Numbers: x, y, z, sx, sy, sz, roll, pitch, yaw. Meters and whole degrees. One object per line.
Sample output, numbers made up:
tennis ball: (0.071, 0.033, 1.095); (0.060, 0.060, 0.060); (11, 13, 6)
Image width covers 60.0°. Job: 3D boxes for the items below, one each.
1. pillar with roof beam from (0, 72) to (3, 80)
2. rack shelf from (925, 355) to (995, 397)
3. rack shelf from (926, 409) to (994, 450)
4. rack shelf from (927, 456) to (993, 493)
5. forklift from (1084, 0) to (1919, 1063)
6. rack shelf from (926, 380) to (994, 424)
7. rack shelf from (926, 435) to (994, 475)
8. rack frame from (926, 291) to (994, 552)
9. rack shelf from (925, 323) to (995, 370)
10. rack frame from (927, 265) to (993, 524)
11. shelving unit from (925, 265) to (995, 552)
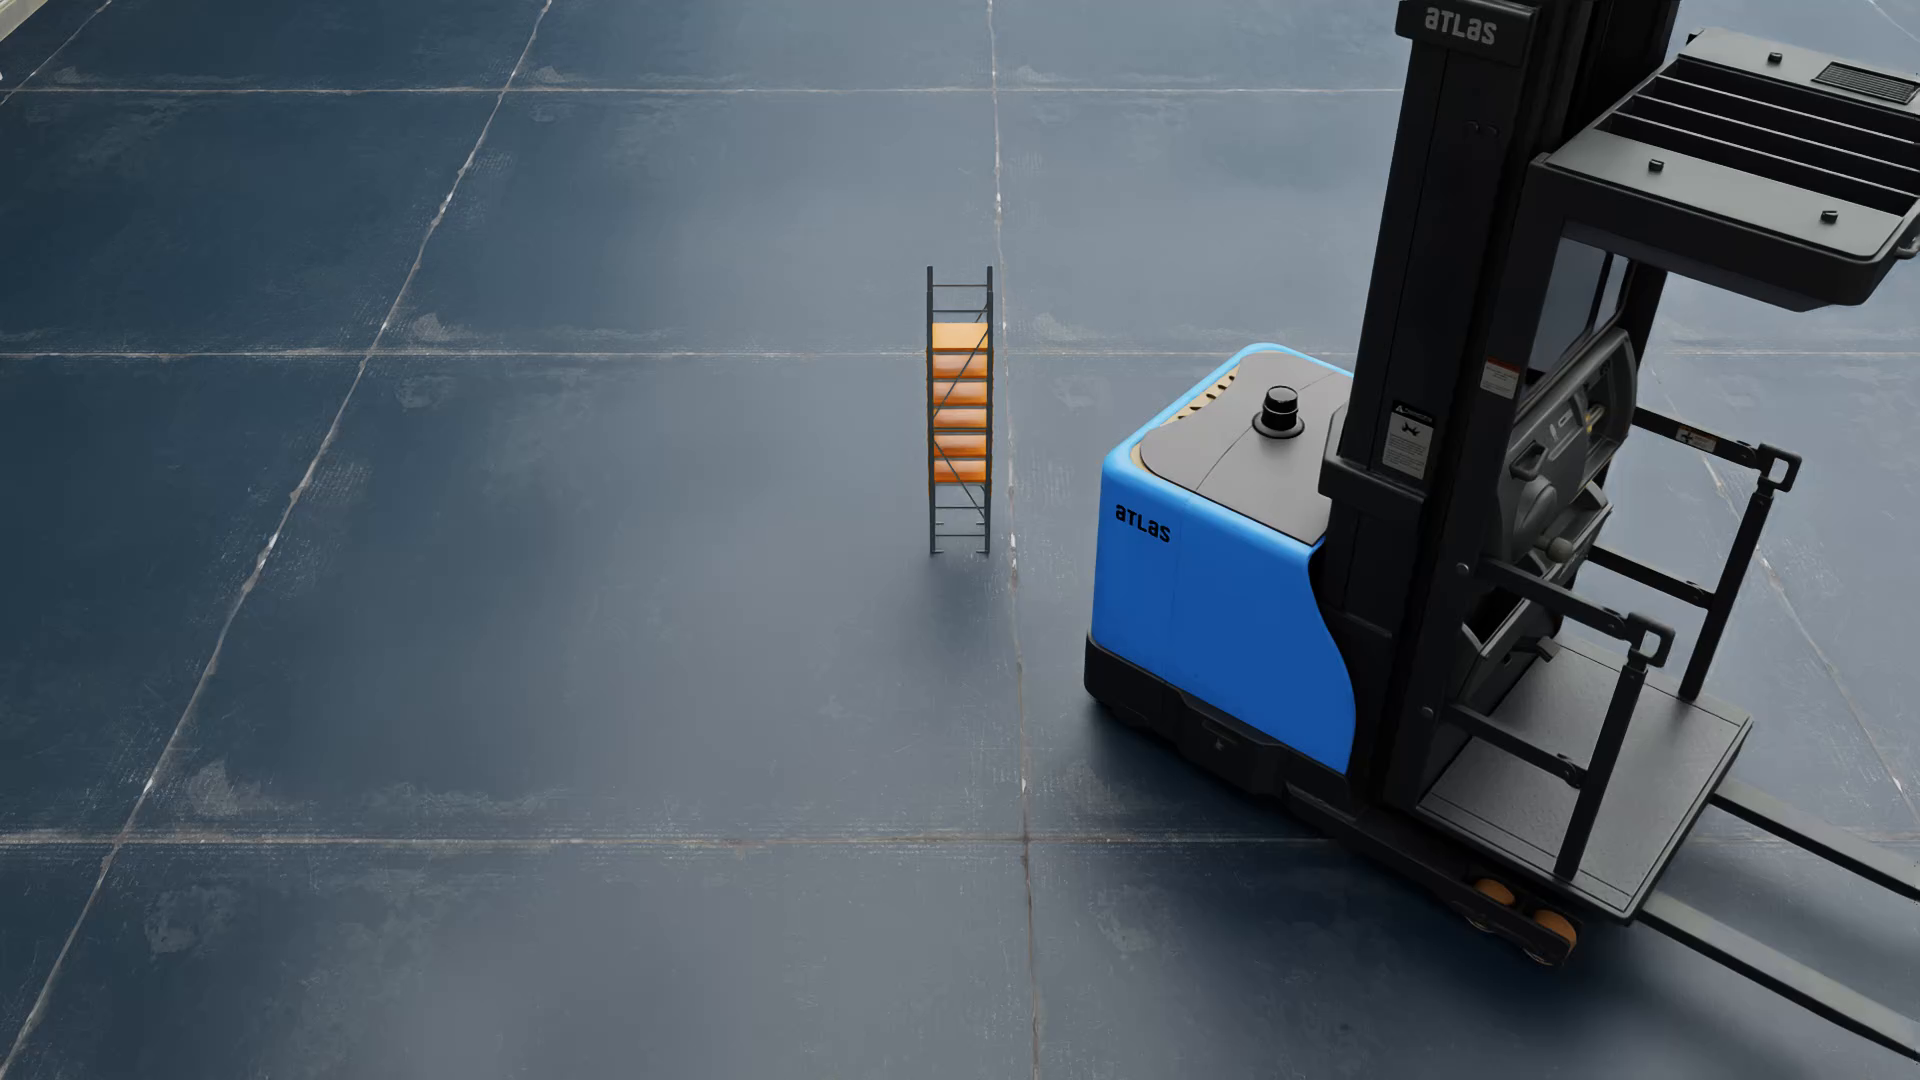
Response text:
pillar with roof beam: (-1.798, -6.266, 7.374); (9.100, 9.000, 0.400); (0, 39, 0)
rack shelf: (0.000, -0.630, 6.264); (0.258, 0.103, 0.180); (0, 39, 0)
rack shelf: (0.000, -0.443, 6.414); (0.258, 0.103, 0.180); (0, 39, 0)
rack shelf: (0.000, -0.255, 6.564); (0.258, 0.103, 0.180); (0, 39, 0)
forklift: (1.904, -0.216, 4.675); (3.031, 2.935, 1.130); (27, 46, 30)
rack shelf: (0.000, -0.536, 6.339); (0.258, 0.103, 0.180); (0, 39, 0)
rack shelf: (0.000, -0.349, 6.489); (0.258, 0.103, 0.180); (0, 39, 0)
rack frame: (0.000, -0.420, 6.315); (0.240, 1.200, 0.006); (0, 39, 0)
rack shelf: (0.000, -0.724, 6.189); (0.258, 0.103, 0.180); (0, 39, 0)
rack frame: (0.000, -0.534, 6.457); (0.240, 1.200, 0.006); (0, 39, 0)
shelving unit: (0.000, -0.477, 6.386); (0.258, 1.200, 0.189); (0, 39, 0)
